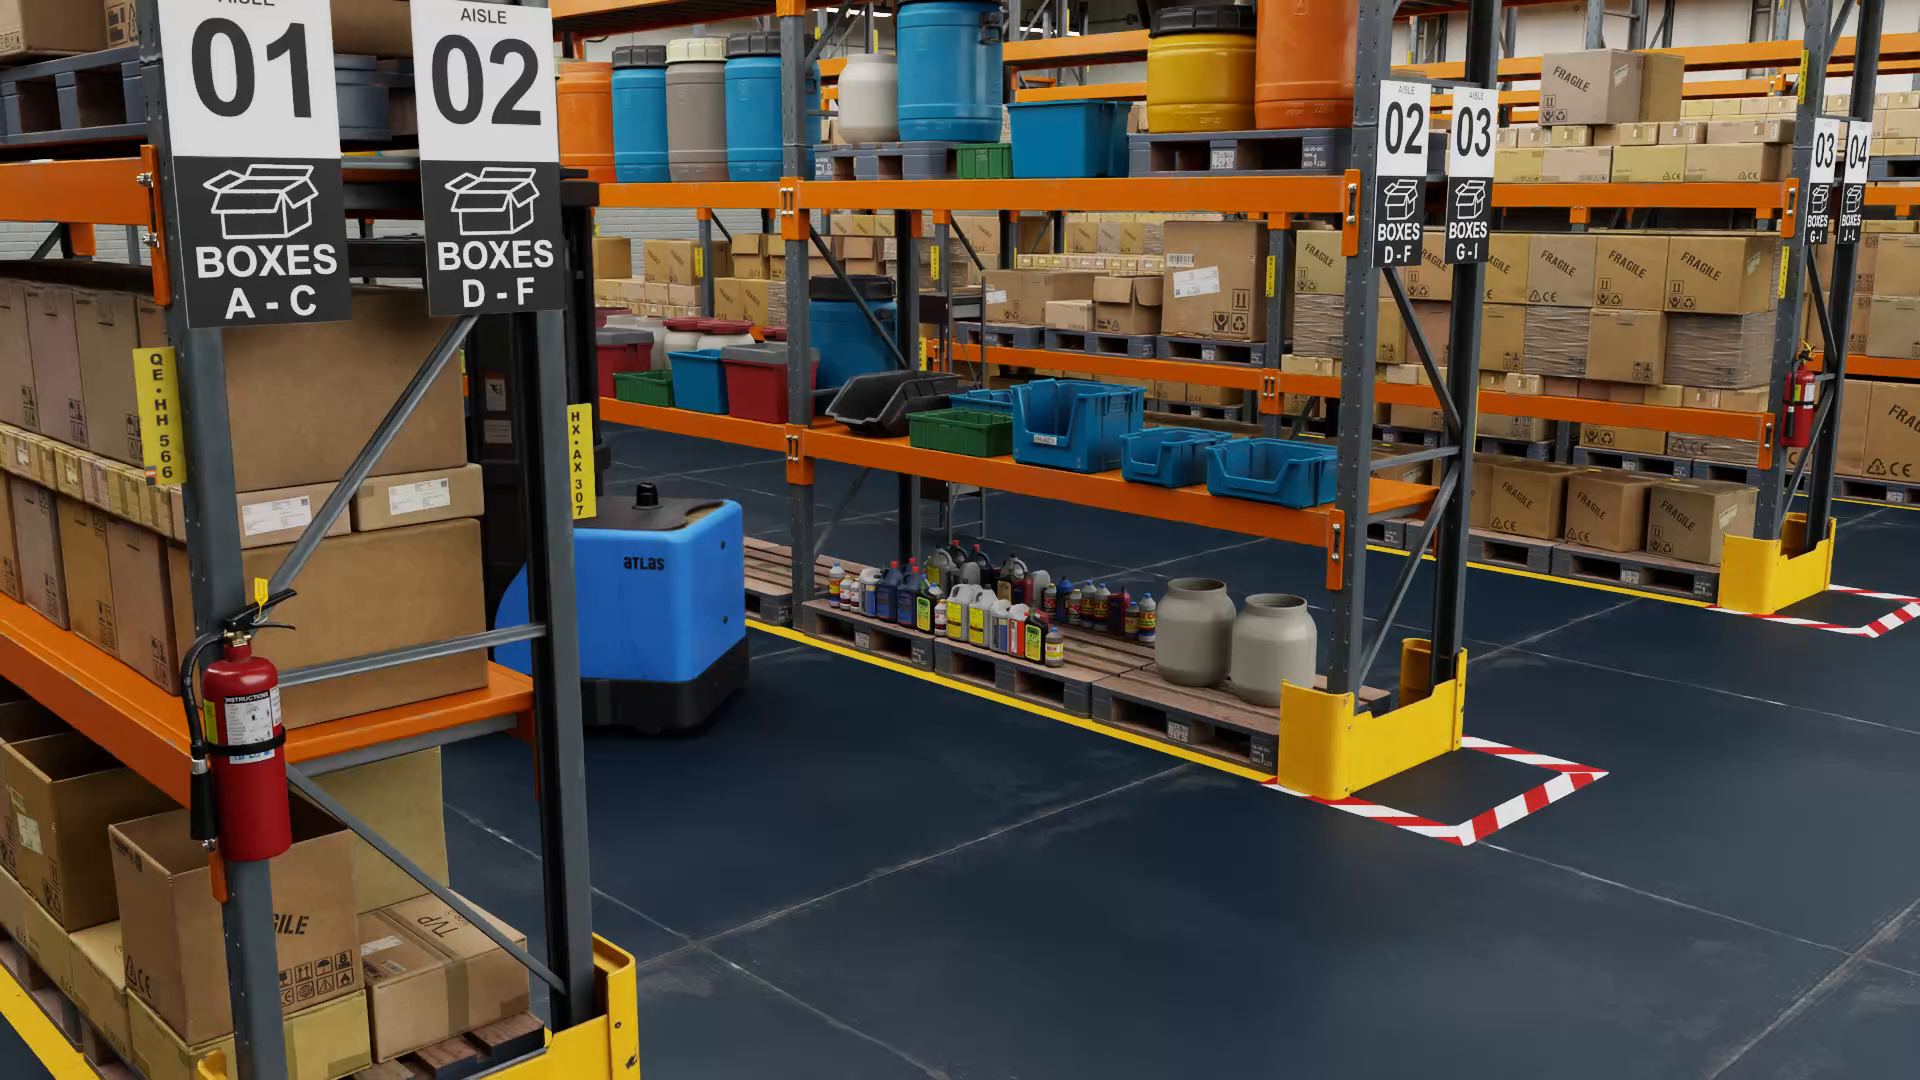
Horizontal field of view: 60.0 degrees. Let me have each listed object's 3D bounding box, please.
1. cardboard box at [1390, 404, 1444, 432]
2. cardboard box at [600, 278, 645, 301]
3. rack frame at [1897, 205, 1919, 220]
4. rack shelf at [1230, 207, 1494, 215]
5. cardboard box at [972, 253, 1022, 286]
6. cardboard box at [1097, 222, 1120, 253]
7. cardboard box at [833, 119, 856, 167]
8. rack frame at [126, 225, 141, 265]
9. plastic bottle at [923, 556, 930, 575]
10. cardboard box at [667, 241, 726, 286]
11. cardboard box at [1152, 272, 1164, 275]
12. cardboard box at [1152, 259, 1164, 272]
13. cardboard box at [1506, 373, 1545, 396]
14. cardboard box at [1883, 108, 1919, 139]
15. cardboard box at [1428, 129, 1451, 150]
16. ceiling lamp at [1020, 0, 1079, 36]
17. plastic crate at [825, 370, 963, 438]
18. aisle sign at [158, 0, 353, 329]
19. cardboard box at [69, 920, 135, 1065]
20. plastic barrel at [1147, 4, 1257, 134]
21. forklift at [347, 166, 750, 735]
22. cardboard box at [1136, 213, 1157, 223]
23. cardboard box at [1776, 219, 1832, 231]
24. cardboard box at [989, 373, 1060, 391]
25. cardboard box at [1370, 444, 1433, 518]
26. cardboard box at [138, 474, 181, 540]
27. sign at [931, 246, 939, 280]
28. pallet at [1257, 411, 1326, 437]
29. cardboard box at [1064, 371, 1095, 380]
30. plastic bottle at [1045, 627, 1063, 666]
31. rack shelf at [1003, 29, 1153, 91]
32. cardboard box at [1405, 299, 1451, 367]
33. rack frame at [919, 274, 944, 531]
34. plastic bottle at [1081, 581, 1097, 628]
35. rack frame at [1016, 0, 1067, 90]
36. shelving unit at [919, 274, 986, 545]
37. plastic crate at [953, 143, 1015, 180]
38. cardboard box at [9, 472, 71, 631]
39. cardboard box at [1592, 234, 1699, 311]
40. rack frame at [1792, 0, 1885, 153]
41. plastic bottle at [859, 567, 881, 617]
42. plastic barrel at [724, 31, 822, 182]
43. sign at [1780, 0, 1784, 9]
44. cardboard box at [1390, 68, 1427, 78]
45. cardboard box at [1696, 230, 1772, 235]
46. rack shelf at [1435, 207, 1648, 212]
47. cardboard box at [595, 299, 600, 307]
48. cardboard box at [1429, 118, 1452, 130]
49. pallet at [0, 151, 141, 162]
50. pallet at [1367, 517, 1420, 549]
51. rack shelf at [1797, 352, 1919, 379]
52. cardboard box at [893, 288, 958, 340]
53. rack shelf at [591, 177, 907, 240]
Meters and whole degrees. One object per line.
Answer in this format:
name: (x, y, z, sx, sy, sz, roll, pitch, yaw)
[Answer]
cardboard box: (5.416, -1.646, 18.501, 1.050, 0.750, 0.750, -11, 16, -43)
cardboard box: (-4.162, -3.138, 20.843, 0.500, 0.250, 0.500, -11, 16, -44)
rack frame: (13.671, -3.719, 24.031, 1.000, 3.000, 0.127, -11, 16, -43)
rack shelf: (5.940, -5.020, 24.691, 1.077, 0.370, 4.000, -11, 16, -43)
cardboard box: (0.510, -3.716, 23.030, 0.500, 0.500, 0.500, -11, 16, -42)
cardboard box: (2.645, -5.059, 27.807, 0.500, 0.500, 0.500, -11, 16, -43)
cardboard box: (-0.979, -4.146, 17.382, 0.500, 0.500, 0.500, -10, 15, -40)
rack frame: (-8.953, -2.707, 19.119, 1.000, 3.000, 0.127, -11, 16, -43)
plastic bottle: (-0.190, 0.209, 10.810, 0.097, 0.201, 0.097, 0, 12, 0)
cardboard box: (-3.119, -3.283, 19.689, 0.500, 0.500, 0.500, -10, 15, -41)
cardboard box: (2.599, -3.257, 20.630, 0.380, 0.149, 0.250, -11, 16, -42)
cardboard box: (2.601, -3.402, 20.597, 0.380, 0.149, 0.250, -10, 15, -41)
cardboard box: (4.221, -1.157, 12.214, 0.380, 0.149, 0.250, -11, 16, -43)
cardboard box: (8.451, -3.641, 14.561, 0.500, 0.250, 0.500, -11, 16, -42)
cardboard box: (3.644, -2.994, 12.460, 0.380, 0.149, 0.250, -11, 16, -44)
ceiling lamp: (1.849, -11.335, 31.661, 2.000, 3.185, 0.800, -11, 16, -43)
plastic crate: (-0.397, -0.831, 10.168, 0.767, 0.338, 0.504, -11, 16, -43)
aisle sign: (-1.656, -0.905, 3.929, 0.394, 0.787, 0.004, -11, 16, -43)
cardboard box: (-2.427, 1.350, 5.198, 0.500, 0.250, 0.500, -11, 16, -43)
plastic barrel: (1.217, -2.288, 8.142, 0.600, 0.588, 0.600, 0, 12, 0)
forklift: (-2.747, -0.565, 8.891, 3.031, 2.935, 1.130, 2, 12, 10)
cardboard box: (3.098, -5.281, 27.277, 0.380, 0.149, 0.250, -11, 16, -43)
cardboard box: (10.231, -3.617, 20.072, 0.700, 0.500, 0.500, -11, 16, -43)
cardboard box: (0.638, -1.495, 16.480, 0.500, 0.250, 0.500, -10, 15, -40)
cardboard box: (3.565, -0.481, 13.467, 0.500, 0.500, 0.500, -5, 13, -25)
cardboard box: (-2.072, -0.116, 4.688, 0.380, 0.149, 0.250, -10, 16, -41)
sign: (-0.245, -2.719, 16.307, 0.100, 0.325, 0.005, -11, 16, -43)
pallet: (4.301, -1.415, 19.757, 1.003, 0.211, 1.213, -11, 16, -43)
cardboard box: (1.734, -2.250, 22.052, 0.500, 0.500, 0.500, -10, 15, -40)
plastic bottle: (0.511, 0.576, 9.027, 0.097, 0.201, 0.097, 0, 12, 0)
rack shelf: (1.535, -4.328, 14.893, 1.077, 0.370, 4.000, -11, 16, -43)
cardboard box: (3.920, -1.630, 12.903, 0.875, 0.500, 0.500, -11, 16, -43)
rack frame: (-0.283, -1.088, 13.490, 0.400, 2.100, 0.015, -11, 16, -43)
plastic bottle: (0.764, 0.376, 9.824, 0.097, 0.271, 0.097, 0, 12, 0)
rack frame: (1.049, -6.428, 22.313, 1.000, 3.000, 0.127, -11, 16, -43)
shelving unit: (-0.114, -1.053, 13.317, 0.431, 2.100, 0.503, -11, 16, -43)
plastic crate: (0.227, -2.053, 9.035, 0.336, 0.188, 0.450, -11, 16, -43)
cardboard box: (-2.873, -0.027, 5.861, 0.700, 0.500, 0.500, -10, 15, -41)
cardboard box: (4.771, -1.865, 11.566, 0.500, 0.500, 0.500, -11, 16, -43)
rack frame: (5.679, -4.001, 10.529, 1.000, 3.000, 0.127, -11, 16, -43)
plastic bottle: (-0.520, 0.313, 10.116, 0.152, 0.276, 0.135, -10, 15, -41)
plastic barrel: (-1.174, -2.715, 10.478, 0.600, 0.901, 0.708, -11, 16, -43)
sign: (9.686, -6.422, 19.576, 0.100, 0.325, 0.005, -11, 16, -43)
cardboard box: (3.411, -3.525, 13.429, 0.500, 0.500, 0.500, 11, 16, 43)
cardboard box: (7.541, -2.704, 16.056, 0.875, 0.550, 0.550, -11, 16, -43)
rack shelf: (9.528, -5.712, 28.051, 1.077, 0.370, 4.000, -11, 16, -43)
cardboard box: (-4.475, -2.989, 21.110, 0.380, 0.149, 0.250, -11, 16, -43)
cardboard box: (5.214, -4.465, 18.678, 0.500, 0.500, 0.500, -11, 16, -43)
pallet: (-3.643, -1.571, 6.390, 1.003, 0.211, 1.213, -11, 16, -43)
pallet: (3.406, -0.187, 13.798, 1.003, 0.211, 1.213, -11, 16, -43)
rack shelf: (7.954, -1.678, 15.907, 1.077, 0.370, 4.000, -11, 16, -43)
cardboard box: (-0.366, -2.316, 16.974, 0.500, 0.500, 0.500, -10, 15, -41)
rack shelf: (-2.047, -2.365, 11.805, 1.077, 0.370, 4.000, -11, 16, -43)
